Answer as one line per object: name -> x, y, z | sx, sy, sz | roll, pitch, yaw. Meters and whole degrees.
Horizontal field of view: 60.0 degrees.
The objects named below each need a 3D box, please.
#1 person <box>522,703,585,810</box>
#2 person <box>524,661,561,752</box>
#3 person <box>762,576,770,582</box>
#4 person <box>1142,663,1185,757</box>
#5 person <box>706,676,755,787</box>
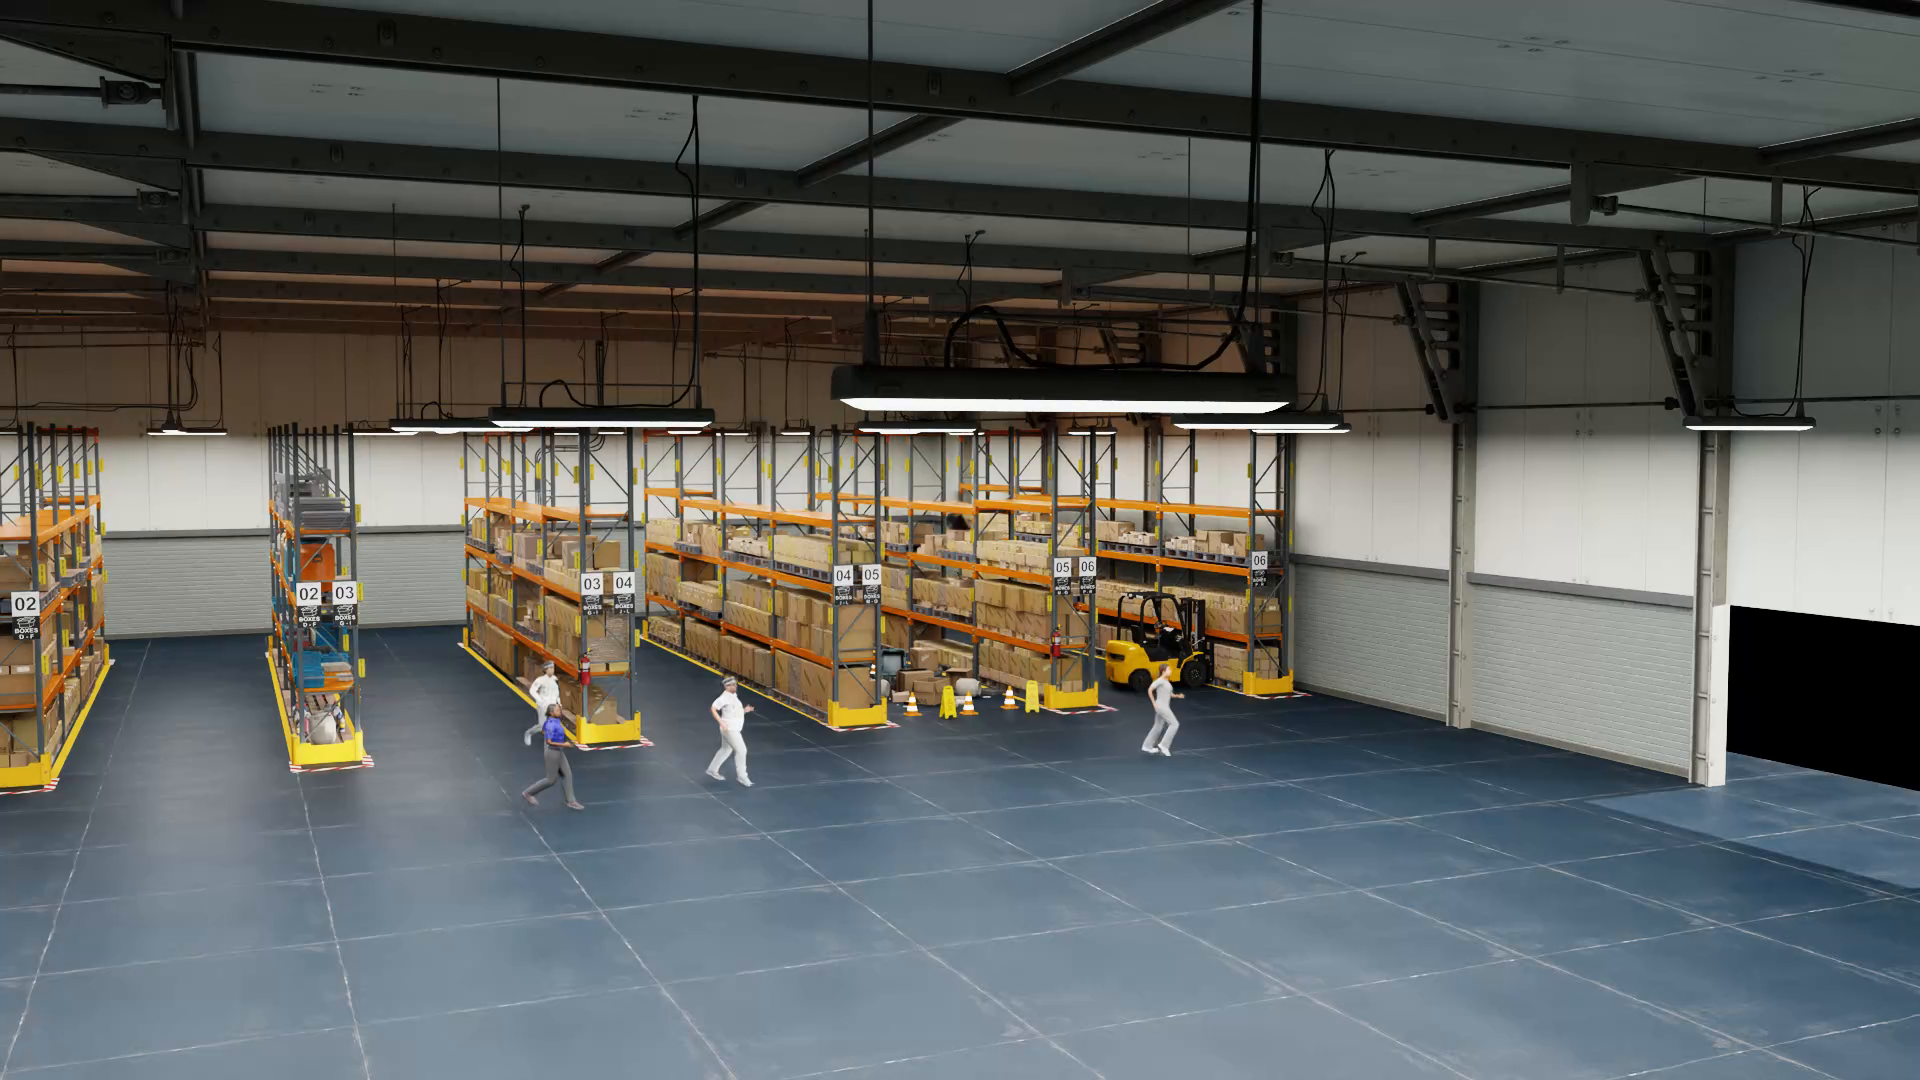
person -> -6.255, 3.337, 25.566 | 0.930, 1.666, 0.592 | 0, 3, -1
person -> -7.570, 3.035, 30.526 | 0.783, 1.640, 0.674 | 3, 5, 41
person -> -5.882, 1.788, 50.635 | 0.526, 1.715, 0.719 | -2, 4, -33
person -> 3.665, 3.060, 29.923 | 0.773, 1.687, 0.527 | 1, 4, 15
person -> -3.795, 3.153, 27.469 | 0.819, 1.839, 0.640 | 0, 3, 1
